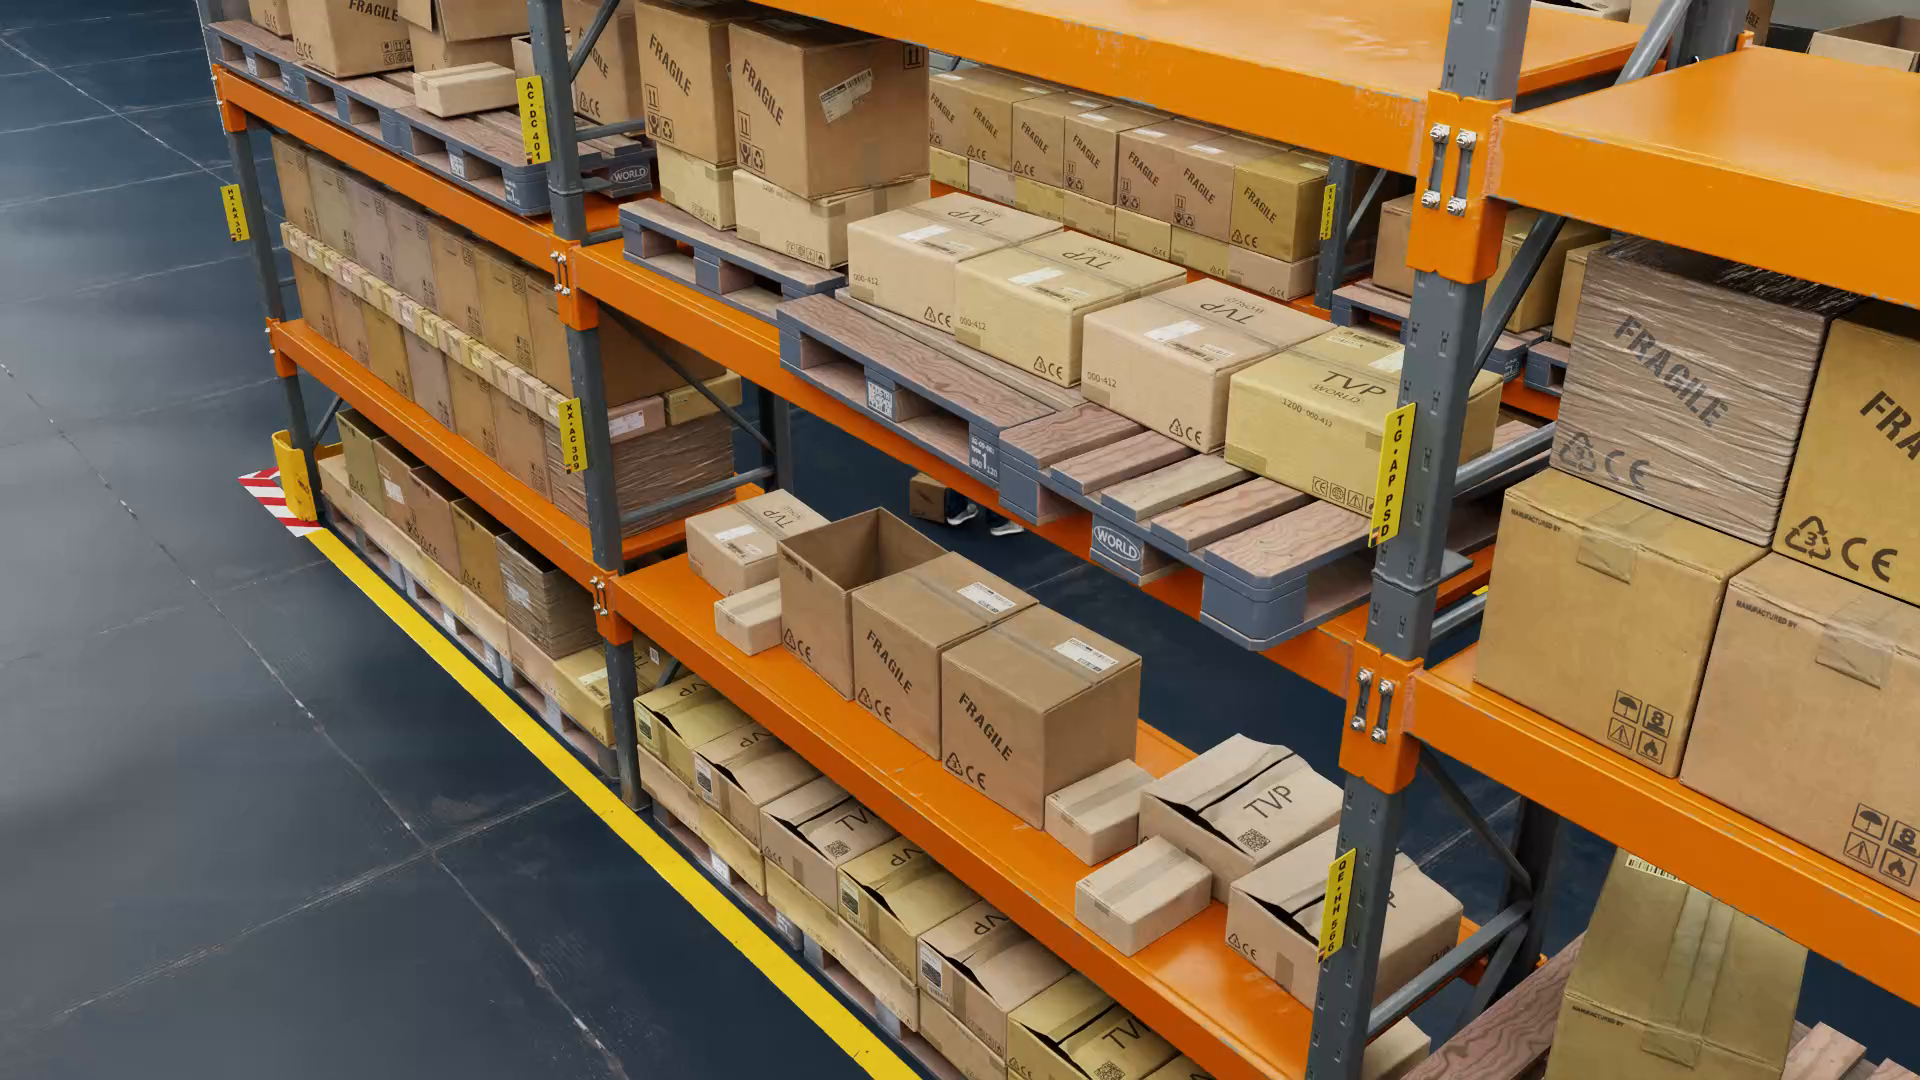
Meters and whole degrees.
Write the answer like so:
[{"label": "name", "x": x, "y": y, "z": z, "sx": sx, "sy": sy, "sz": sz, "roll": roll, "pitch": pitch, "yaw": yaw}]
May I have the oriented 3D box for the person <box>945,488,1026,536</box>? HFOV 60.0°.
[{"label": "person", "x": 0.178, "y": -0.775, "z": 10.009, "sx": 0.516, "sy": 1.595, "sz": 0.500, "roll": -6, "pitch": 29, "yaw": -11}]
